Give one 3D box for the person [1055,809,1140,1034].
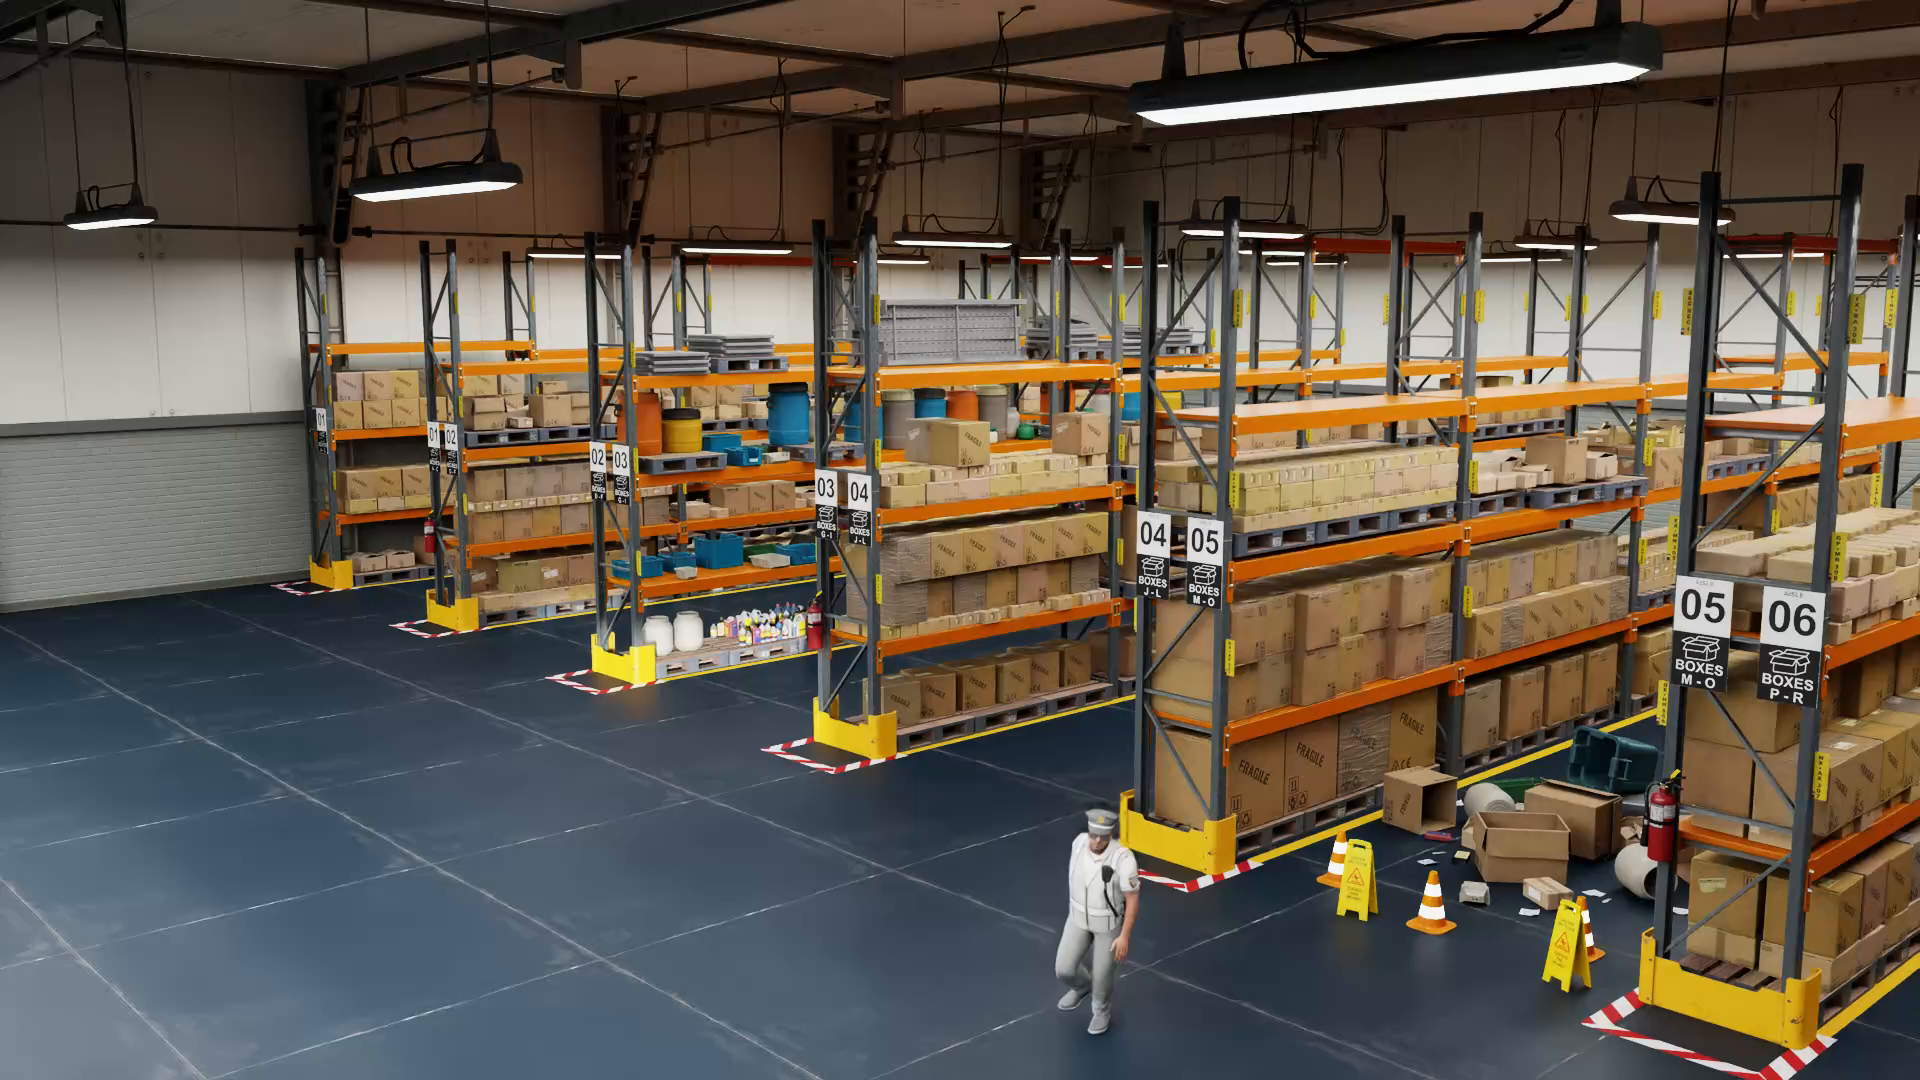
[{"bbox_3d":[0.960,2.644,11.606,0.681,1.693,0.609,4,9,27],"label":"person"}]
